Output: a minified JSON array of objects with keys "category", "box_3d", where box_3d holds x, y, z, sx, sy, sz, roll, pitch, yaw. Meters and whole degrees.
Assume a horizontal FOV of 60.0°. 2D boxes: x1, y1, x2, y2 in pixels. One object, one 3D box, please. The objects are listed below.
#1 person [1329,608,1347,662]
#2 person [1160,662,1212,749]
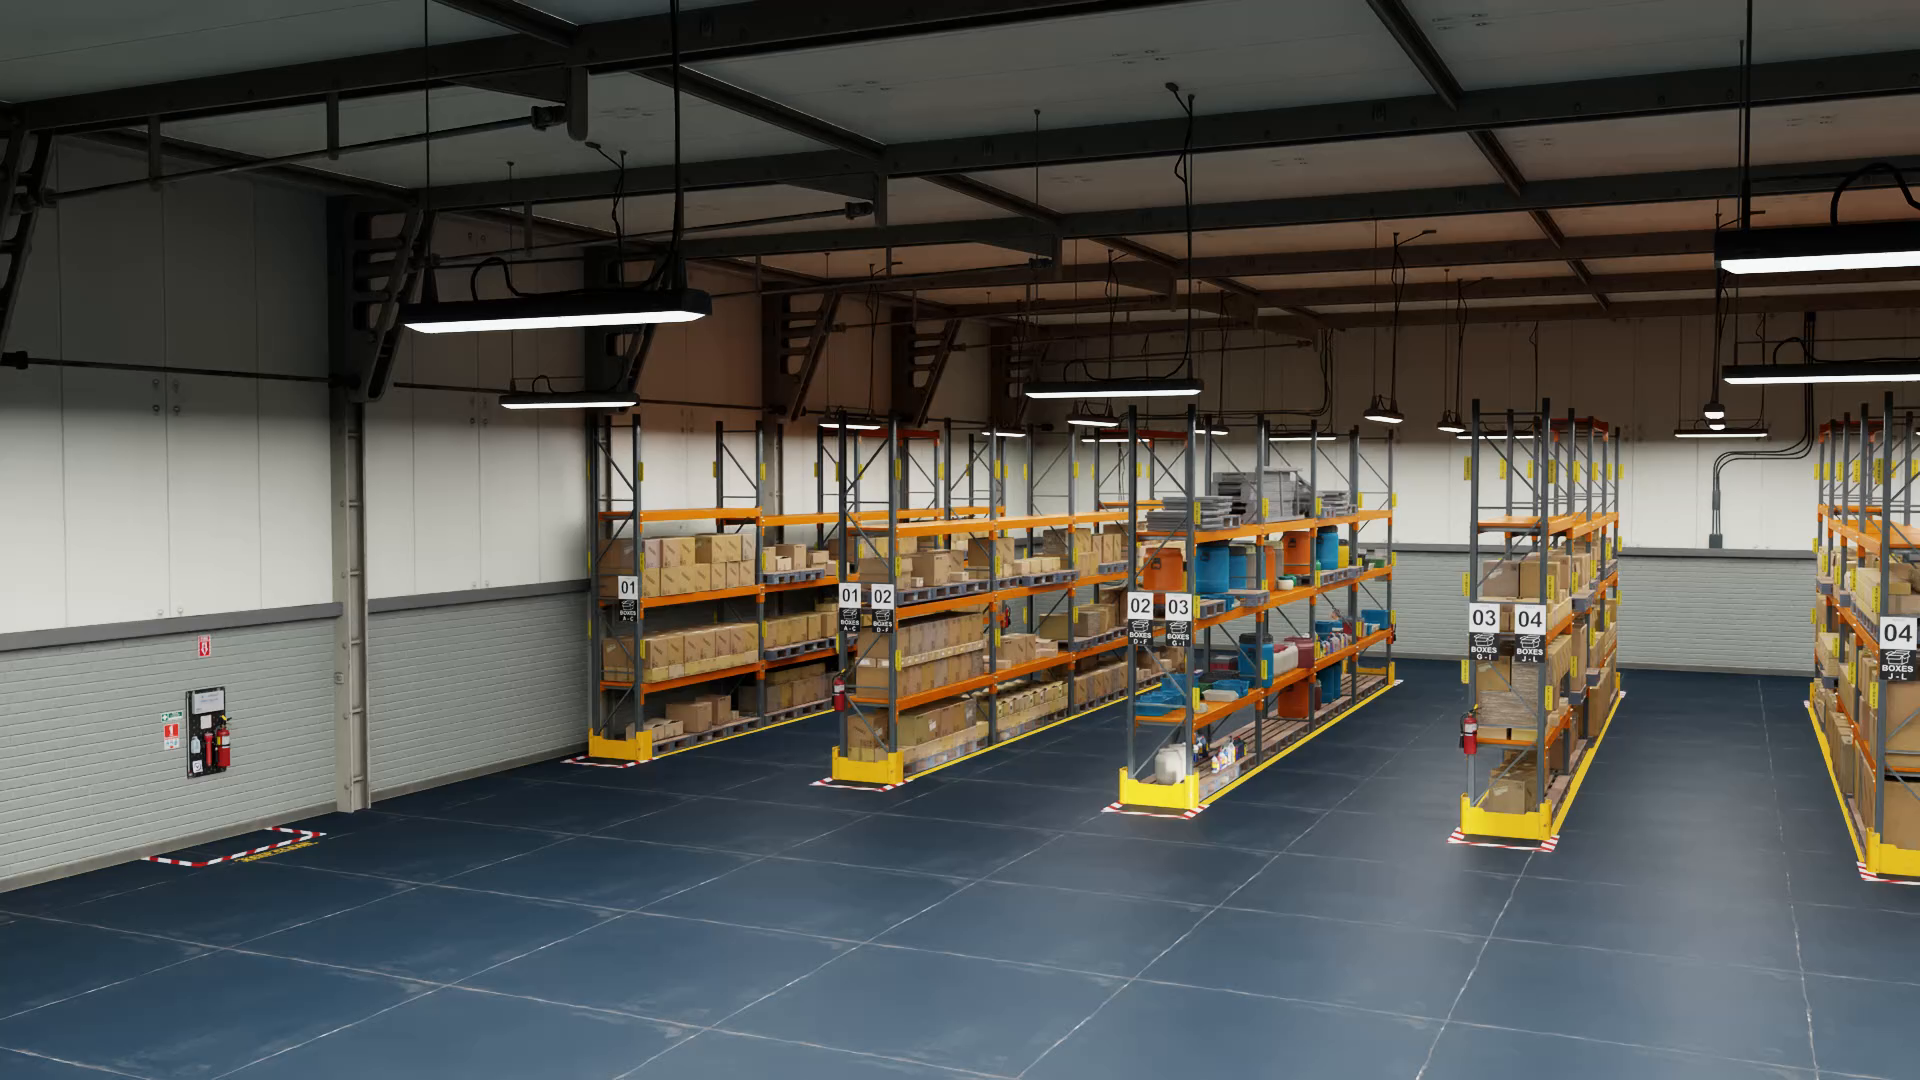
[{"category":"person","box_3d":[9.312,2.489,41.061,0.967,1.634,0.444,1,2,19]},{"category":"person","box_3d":[4.048,2.967,29.768,1.005,1.594,0.560,0,2,-10]}]
